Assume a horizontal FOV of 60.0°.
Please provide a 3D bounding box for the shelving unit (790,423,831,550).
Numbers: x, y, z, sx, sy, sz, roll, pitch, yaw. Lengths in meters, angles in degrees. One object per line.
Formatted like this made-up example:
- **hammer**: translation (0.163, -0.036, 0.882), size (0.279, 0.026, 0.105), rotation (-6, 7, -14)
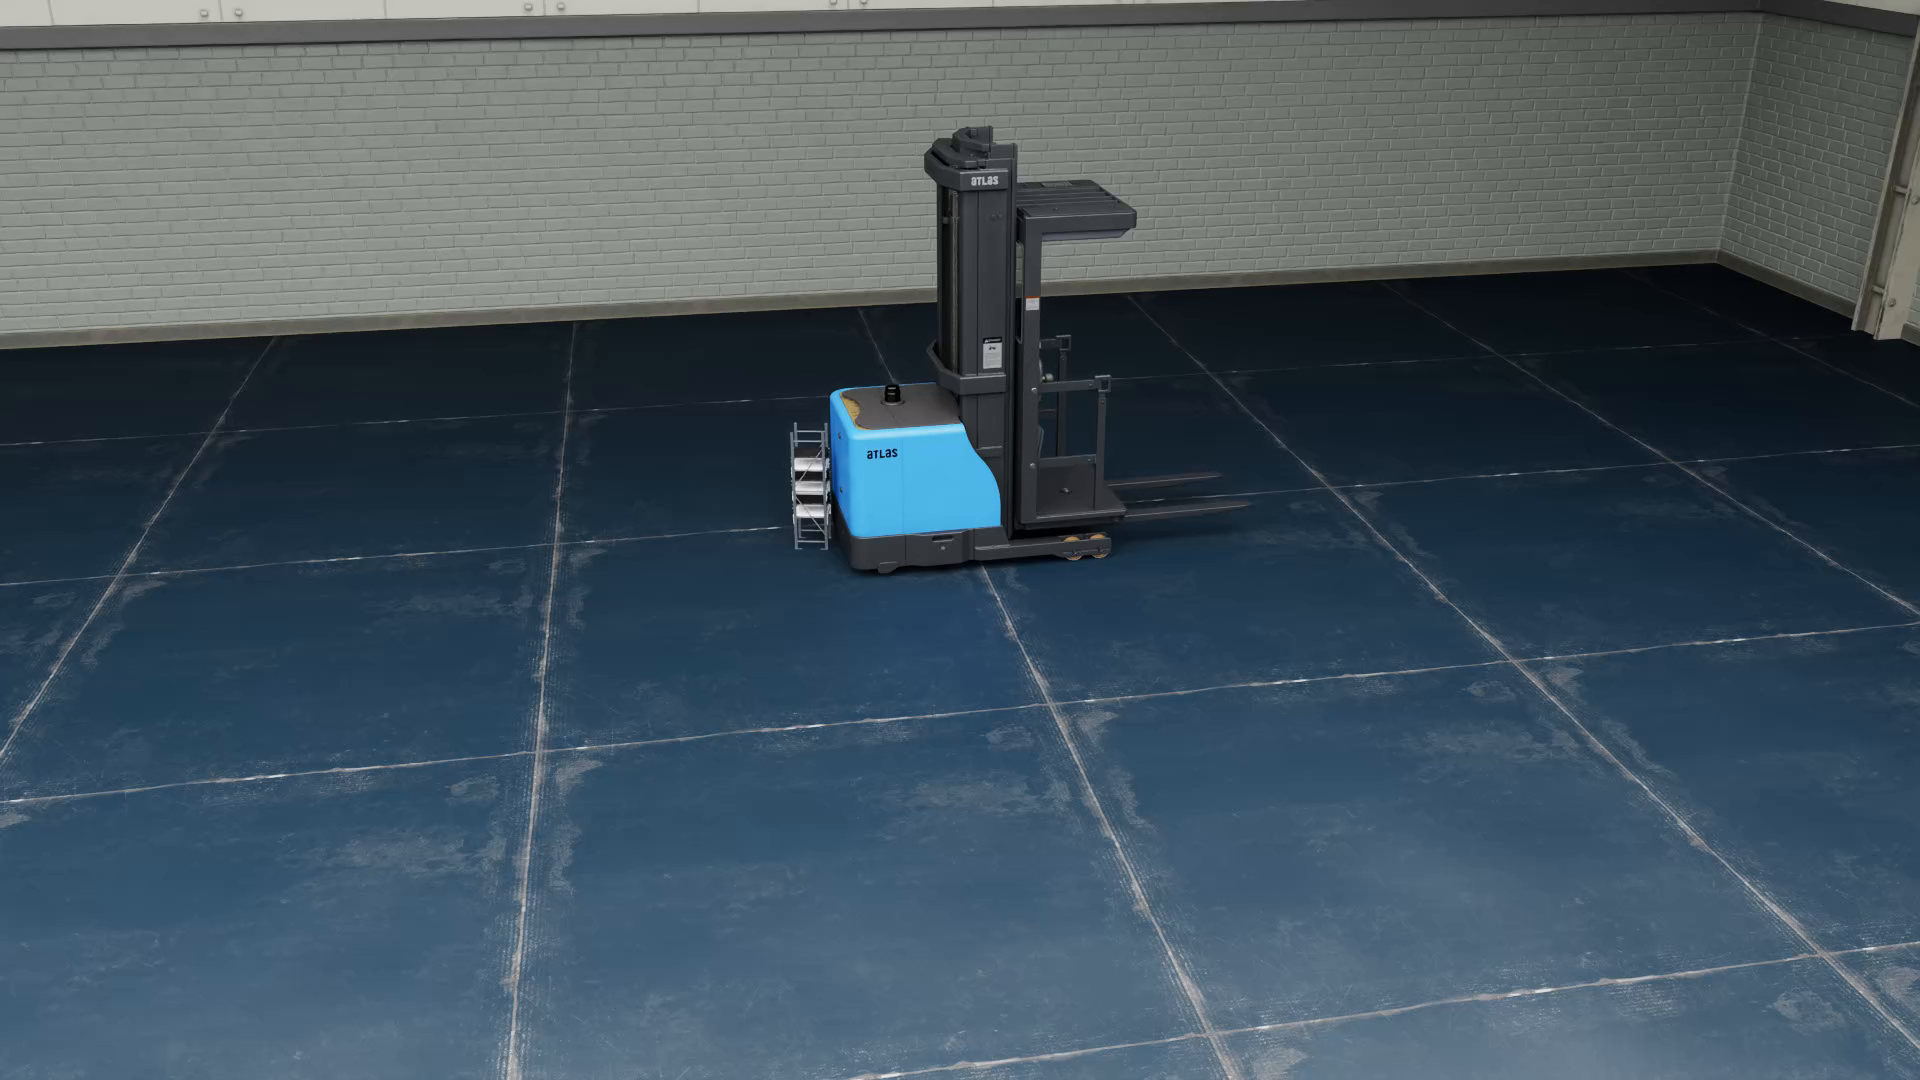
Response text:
- **shelving unit**: translation (-1.075, -0.385, 12.008), size (0.258, 0.900, 0.210), rotation (1, 24, 2)

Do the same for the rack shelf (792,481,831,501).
- **rack shelf**: translation (-1.075, -0.355, 12.021), size (0.258, 0.077, 0.200), rotation (1, 24, 2)

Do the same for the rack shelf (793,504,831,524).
- **rack shelf**: translation (-1.075, -0.190, 12.093), size (0.258, 0.077, 0.200), rotation (1, 24, 2)

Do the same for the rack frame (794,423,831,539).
- **rack frame**: translation (-1.071, -0.426, 12.101), size (0.240, 0.900, 0.006), rotation (1, 24, 2)

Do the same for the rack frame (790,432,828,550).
- **rack frame**: translation (-1.079, -0.344, 11.914), size (0.240, 0.900, 0.006), rotation (1, 24, 2)

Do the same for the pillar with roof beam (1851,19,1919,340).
- **pillar with roof beam**: translation (5.206, -5.932, 14.588), size (9.100, 9.000, 0.400), rotation (-4, 24, -10)

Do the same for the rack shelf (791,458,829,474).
- **rack shelf**: translation (-1.075, -0.520, 11.949), size (0.258, 0.077, 0.200), rotation (1, 24, 2)

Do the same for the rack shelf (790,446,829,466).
- **rack shelf**: translation (-1.075, -0.602, 11.913), size (0.258, 0.077, 0.200), rotation (1, 24, 2)

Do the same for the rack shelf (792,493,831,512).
- **rack shelf**: translation (-1.075, -0.272, 12.057), size (0.258, 0.077, 0.200), rotation (1, 24, 2)

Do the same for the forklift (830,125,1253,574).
- **forklift**: translation (0.615, -1.398, 11.789), size (3.031, 2.935, 1.130), rotation (-5, 24, -12)

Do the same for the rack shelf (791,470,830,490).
- **rack shelf**: translation (-1.075, -0.437, 11.985), size (0.258, 0.077, 0.200), rotation (1, 24, 2)
